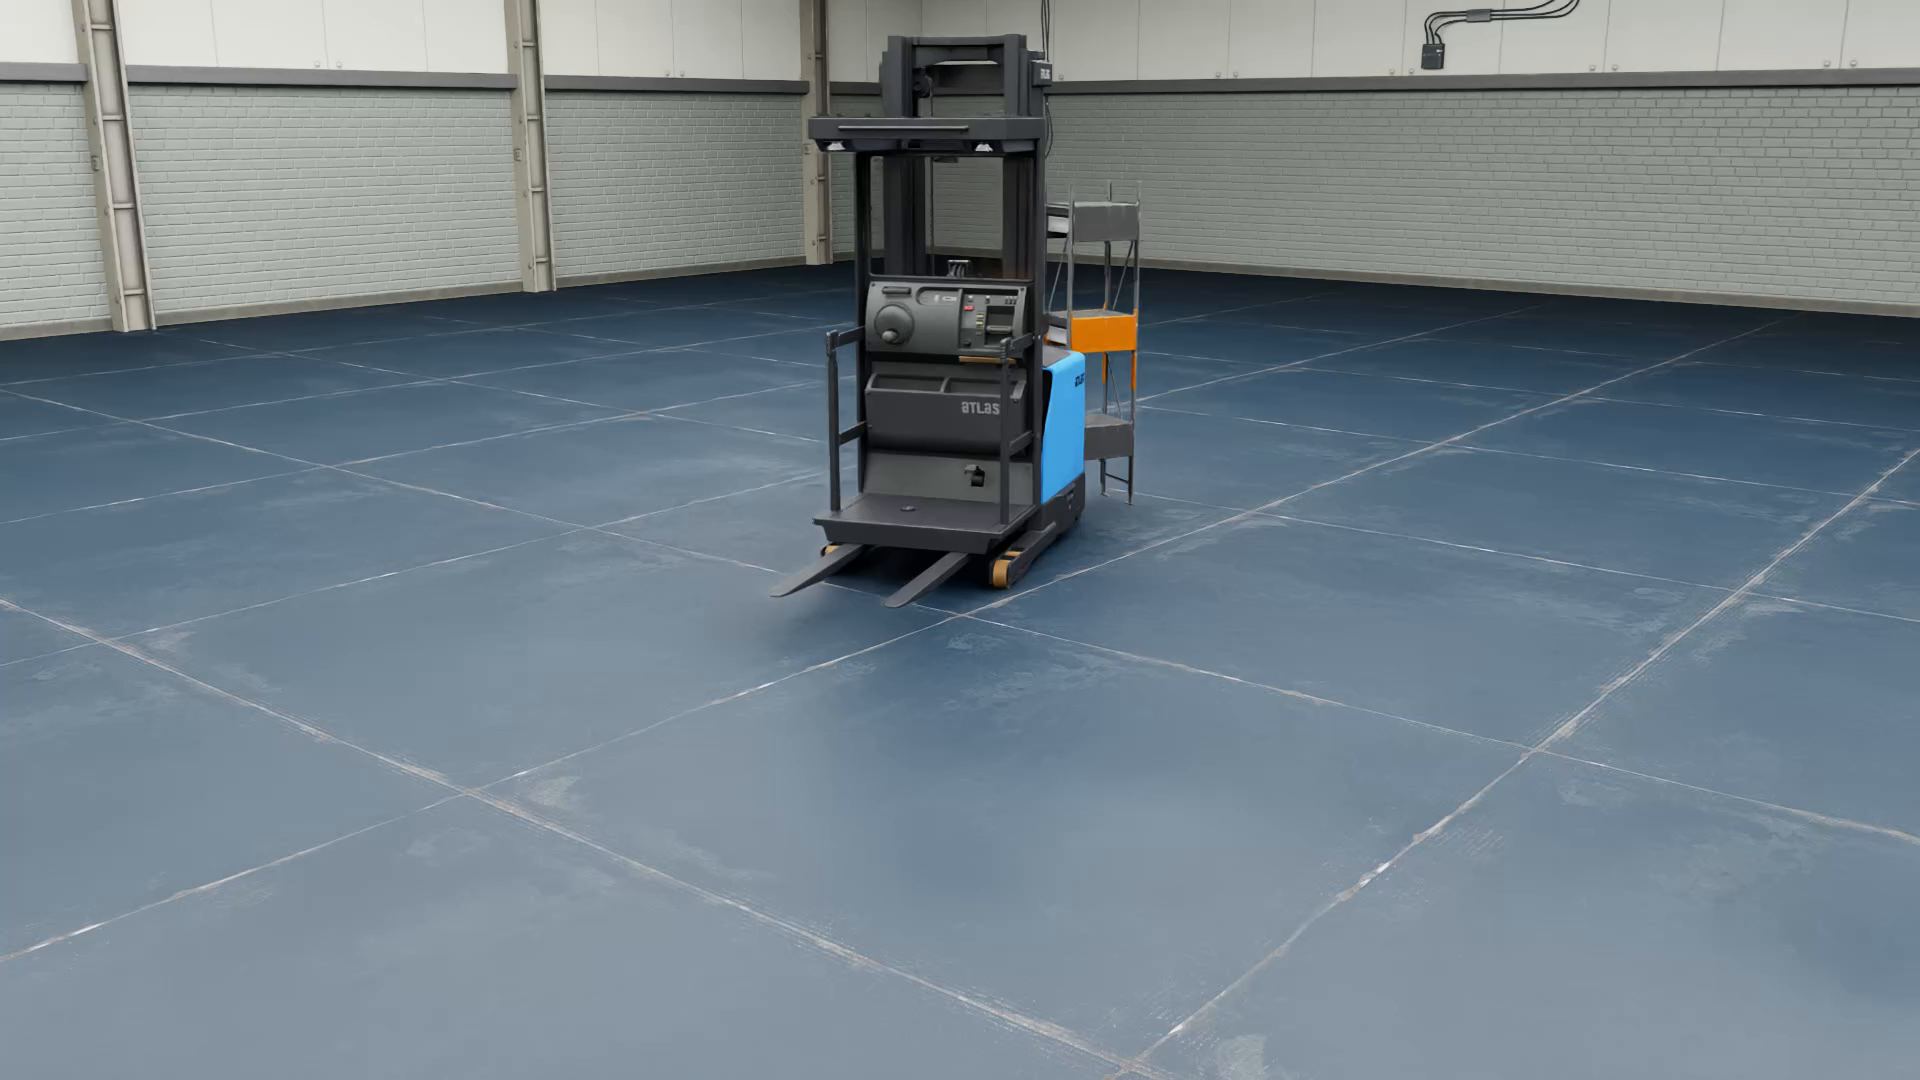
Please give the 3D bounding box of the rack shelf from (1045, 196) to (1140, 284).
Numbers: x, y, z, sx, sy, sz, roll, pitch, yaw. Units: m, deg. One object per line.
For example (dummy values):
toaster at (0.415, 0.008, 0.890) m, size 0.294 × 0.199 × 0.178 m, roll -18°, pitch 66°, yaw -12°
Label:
rack shelf at (0.835, -1.928, 10.661) m, size 0.480 × 0.518 × 0.431 m, roll -7°, pitch 16°, yaw -24°

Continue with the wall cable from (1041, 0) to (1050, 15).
wall cable at (2.507, -10.099, 27.649) m, size 3.097 × 2.526 × 0.112 m, roll 11°, pitch 18°, yaw 38°

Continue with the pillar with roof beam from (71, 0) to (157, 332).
pillar with roof beam at (-6.671, -6.251, 16.453) m, size 9.100 × 9.000 × 0.400 m, roll 11°, pitch 18°, yaw 38°

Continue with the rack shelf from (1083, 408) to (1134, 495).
rack shelf at (0.835, -0.571, 11.005) m, size 0.480 × 0.518 × 0.431 m, roll -7°, pitch 16°, yaw -24°

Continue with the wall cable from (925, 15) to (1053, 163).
wall cable at (0.403, -8.070, 29.919) m, size 3.097 × 2.526 × 0.112 m, roll 11°, pitch 18°, yaw 38°

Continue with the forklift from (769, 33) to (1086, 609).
forklift at (-0.147, -1.262, 9.138) m, size 1.130 × 2.935 × 3.031 m, roll 5°, pitch 15°, yaw 18°

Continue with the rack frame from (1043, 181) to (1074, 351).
rack frame at (0.614, -1.237, 10.729) m, size 0.015 × 2.100 × 0.400 m, roll -7°, pitch 16°, yaw -24°

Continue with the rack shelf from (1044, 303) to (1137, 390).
rack shelf at (0.835, -1.250, 10.833) m, size 0.480 × 0.518 × 0.431 m, roll -7°, pitch 16°, yaw -24°

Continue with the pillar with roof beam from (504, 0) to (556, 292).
pillar with roof beam at (-2.900, -7.400, 20.976) m, size 9.100 × 9.000 × 0.400 m, roll 11°, pitch 18°, yaw 38°

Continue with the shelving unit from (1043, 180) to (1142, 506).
shelving unit at (0.835, -1.263, 10.830) m, size 0.503 × 2.100 × 0.431 m, roll -7°, pitch 16°, yaw -24°

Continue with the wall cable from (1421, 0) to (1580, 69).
wall cable at (7.777, -9.751, 23.323) m, size 2.305 × 6.003 × 0.169 m, roll 11°, pitch 18°, yaw 38°

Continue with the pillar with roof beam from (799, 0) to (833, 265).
pillar with roof beam at (0.871, -8.549, 25.499) m, size 9.100 × 9.000 × 0.400 m, roll 11°, pitch 18°, yaw 38°

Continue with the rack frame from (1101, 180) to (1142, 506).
rack frame at (1.055, -1.288, 10.930) m, size 0.015 × 2.100 × 0.400 m, roll -7°, pitch 16°, yaw -24°
